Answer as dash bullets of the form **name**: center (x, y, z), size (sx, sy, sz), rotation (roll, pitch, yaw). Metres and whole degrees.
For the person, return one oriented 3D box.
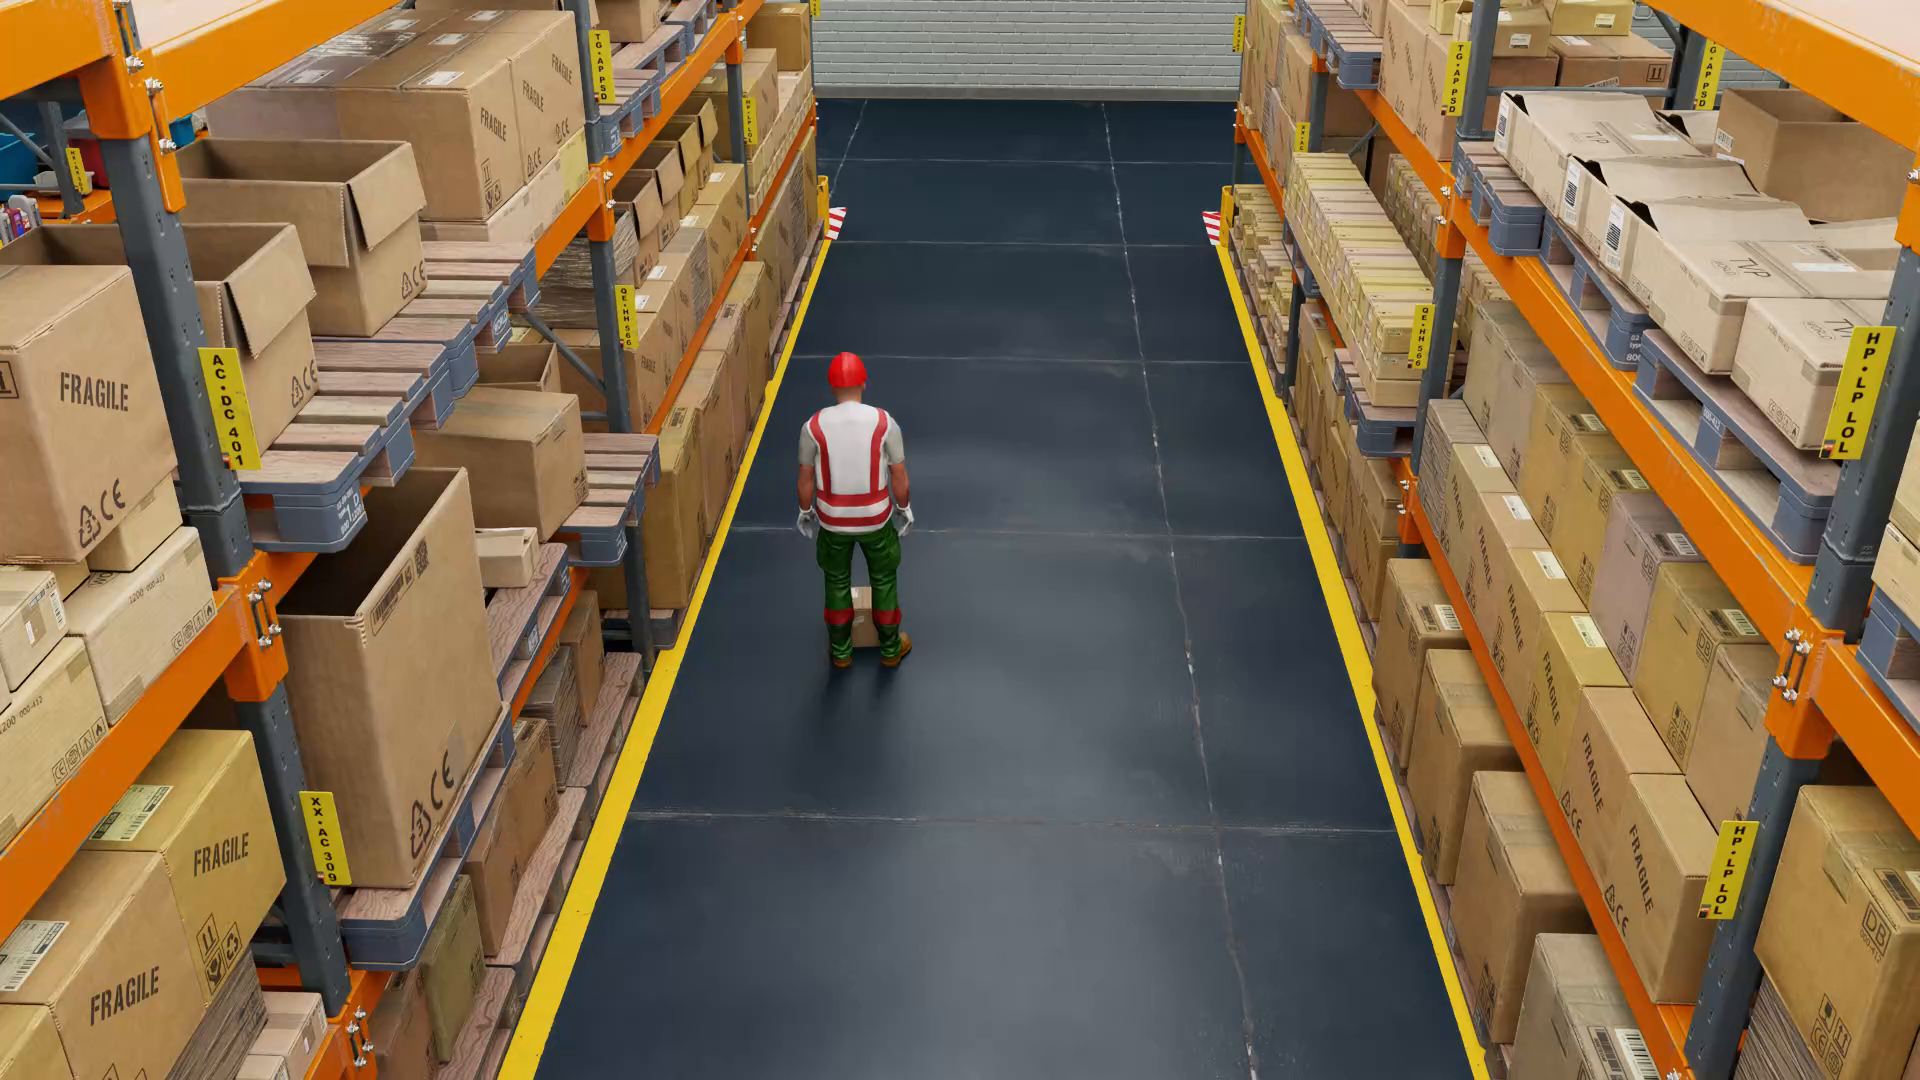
- **person**: center (-0.559, -0.137, 8.865), size (0.623, 1.780, 0.450), rotation (0, 28, 0)
